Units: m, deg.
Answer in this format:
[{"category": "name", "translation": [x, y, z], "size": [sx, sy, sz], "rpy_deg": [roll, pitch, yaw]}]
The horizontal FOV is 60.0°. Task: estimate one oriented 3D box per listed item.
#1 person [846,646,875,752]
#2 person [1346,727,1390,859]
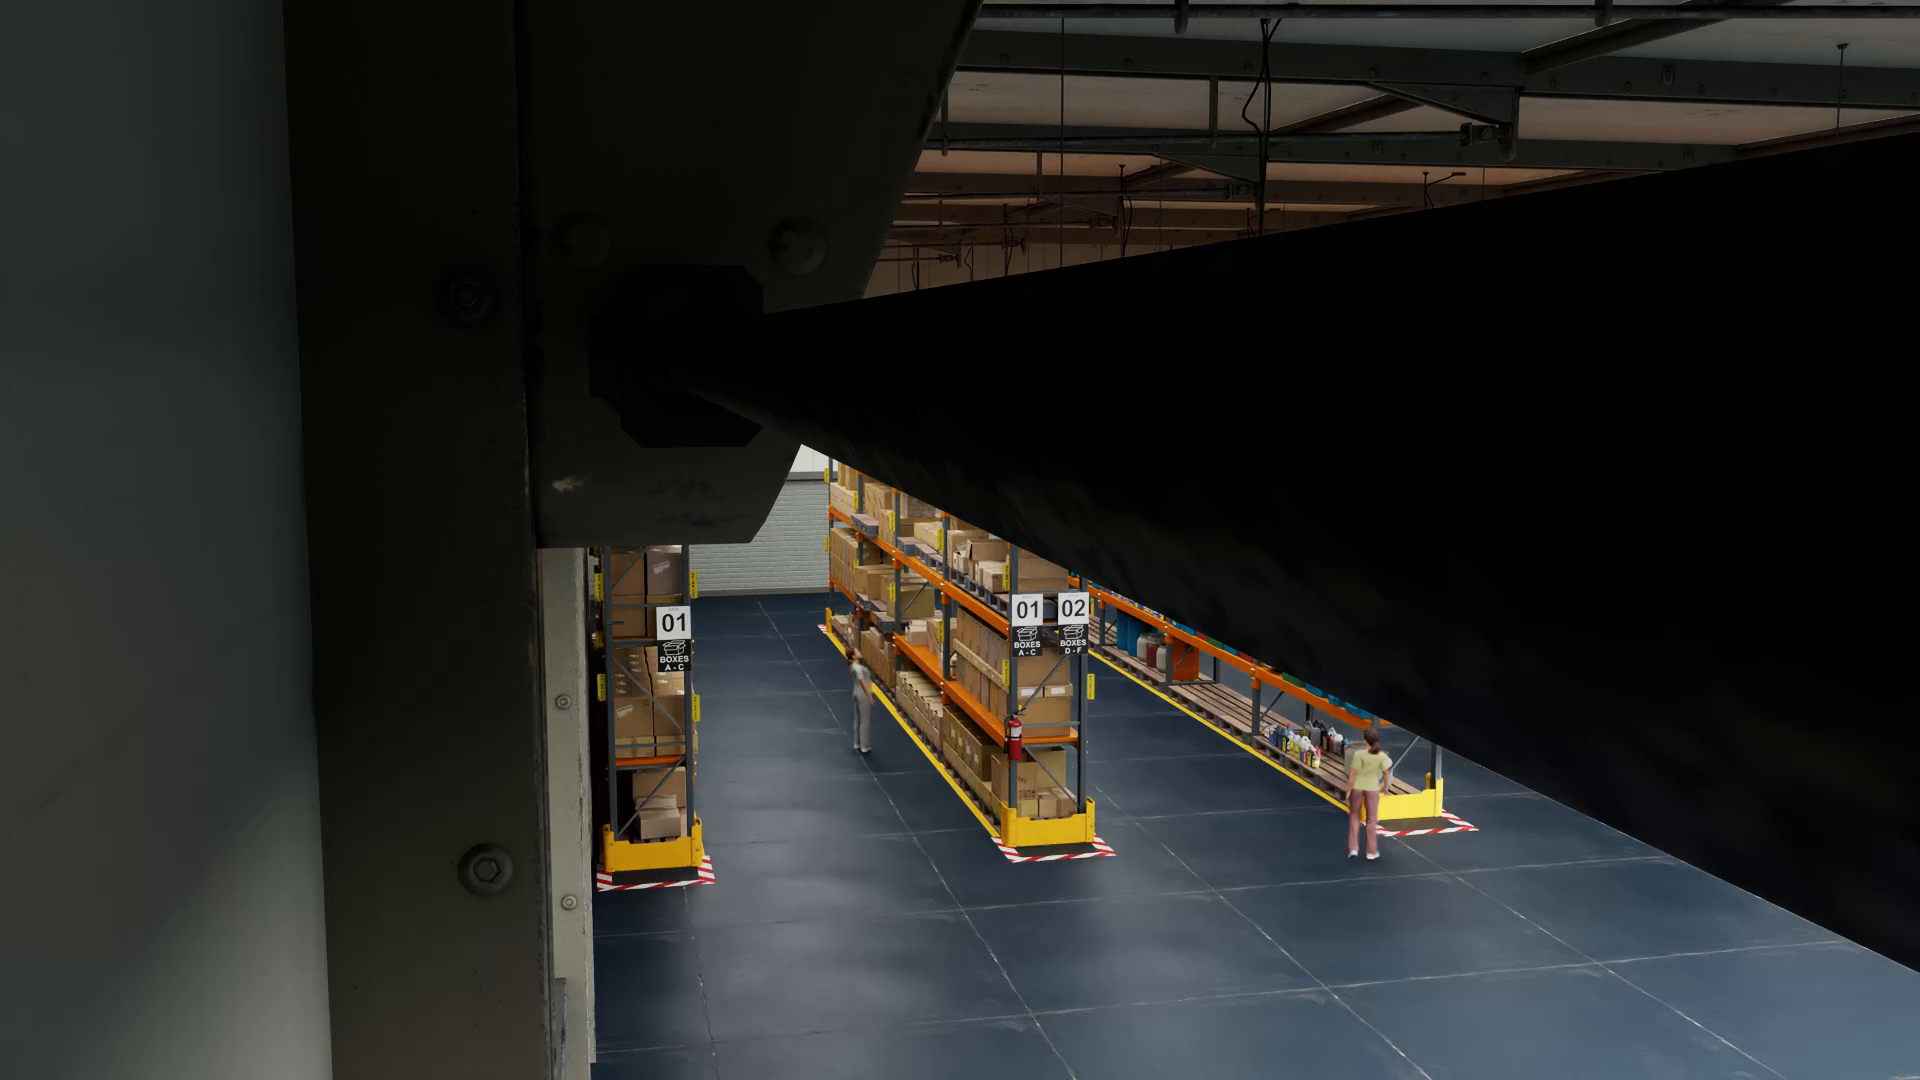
[{"category": "person", "translation": [-1.516, 2.457, 25.776], "size": [0.462, 1.649, 0.483], "rpy_deg": [-3, 8, -26]}, {"category": "person", "translation": [4.989, 3.112, 20.336], "size": [0.496, 1.711, 0.487], "rpy_deg": [3, 7, 21]}]
